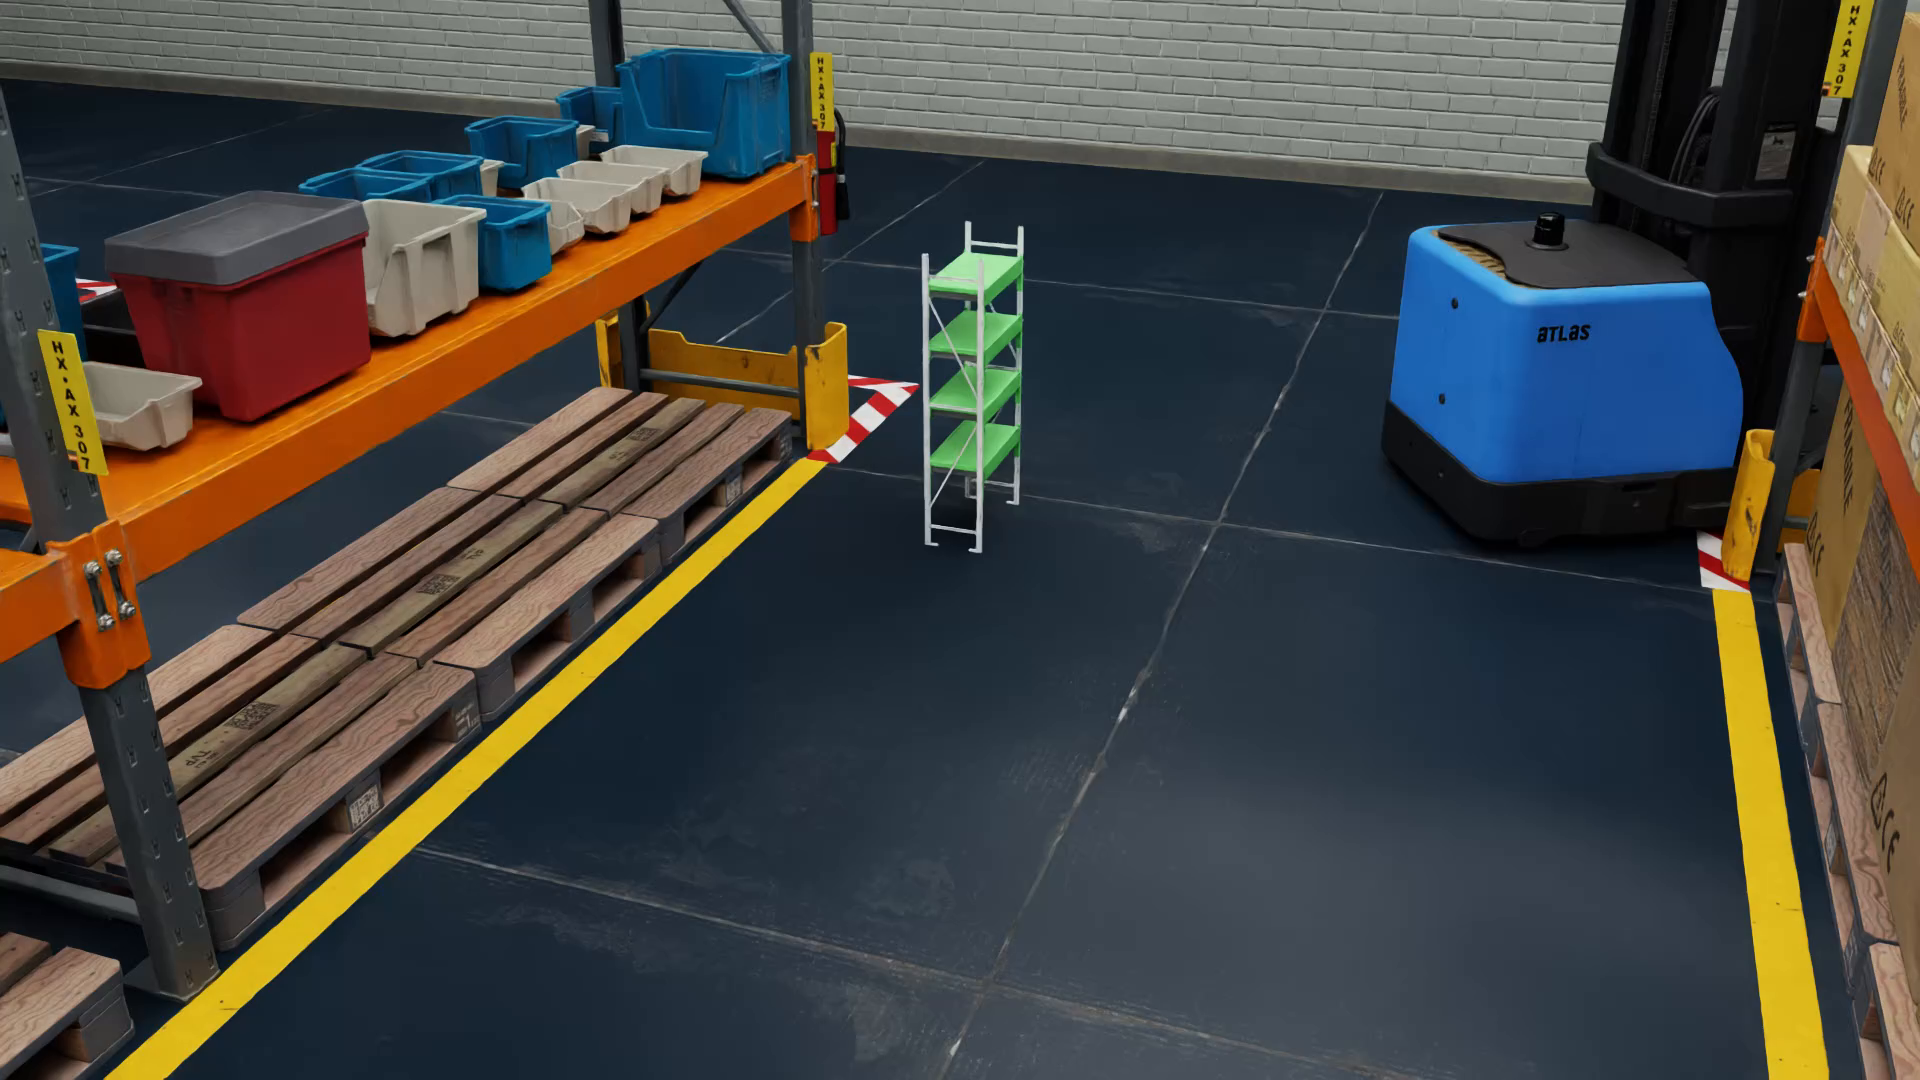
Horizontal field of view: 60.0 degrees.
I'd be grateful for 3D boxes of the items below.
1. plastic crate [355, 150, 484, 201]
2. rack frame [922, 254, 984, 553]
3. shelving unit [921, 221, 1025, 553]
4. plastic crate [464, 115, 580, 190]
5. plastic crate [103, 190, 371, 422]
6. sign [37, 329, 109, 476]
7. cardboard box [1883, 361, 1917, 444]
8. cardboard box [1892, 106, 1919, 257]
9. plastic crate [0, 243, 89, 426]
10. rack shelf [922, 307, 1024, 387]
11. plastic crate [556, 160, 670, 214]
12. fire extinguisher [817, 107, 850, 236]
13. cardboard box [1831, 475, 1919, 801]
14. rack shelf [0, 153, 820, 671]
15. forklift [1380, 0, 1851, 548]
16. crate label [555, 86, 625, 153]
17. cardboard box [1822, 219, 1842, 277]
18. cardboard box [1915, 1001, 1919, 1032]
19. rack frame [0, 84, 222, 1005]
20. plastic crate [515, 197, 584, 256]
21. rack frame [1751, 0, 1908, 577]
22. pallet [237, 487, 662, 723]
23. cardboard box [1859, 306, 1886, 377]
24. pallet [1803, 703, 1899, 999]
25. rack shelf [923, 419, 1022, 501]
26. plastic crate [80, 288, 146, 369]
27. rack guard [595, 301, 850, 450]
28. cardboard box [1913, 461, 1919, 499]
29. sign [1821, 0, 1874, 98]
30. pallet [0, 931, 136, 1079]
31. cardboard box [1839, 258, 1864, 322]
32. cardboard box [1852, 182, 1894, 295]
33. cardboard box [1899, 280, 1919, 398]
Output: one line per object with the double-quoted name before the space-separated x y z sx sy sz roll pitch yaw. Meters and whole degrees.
"plastic crate" -1.938 -1.252 6.017 0.416 0.233 0.300 9 27 17
"rack frame" -0.026 -0.508 6.422 0.240 1.200 0.015 9 27 17
"shelving unit" 0.055 -0.608 6.629 0.258 1.200 0.503 9 27 17
"plastic crate" -1.718 -1.522 6.575 0.416 0.233 0.300 9 27 17
"plastic crate" -1.904 -0.638 4.482 0.402 0.464 0.583 9 27 17
"sign" -1.920 -0.295 3.600 0.100 0.325 0.005 9 27 17
"cardboard box" 2.624 -0.333 4.285 0.380 0.149 0.250 8 27 16
"cardboard box" 2.816 -1.003 4.350 0.500 0.500 0.500 8 27 16
"plastic crate" -2.604 -0.512 4.316 0.392 0.384 0.575 9 27 17
"rack shelf" 0.055 -0.767 6.552 0.258 0.148 0.480 9 27 17
"plastic crate" -1.317 -1.325 6.278 0.396 0.136 0.243 9 27 17
"fire extinguisher" -0.628 -1.688 7.312 0.296 0.674 0.183 9 27 17
"cardboard box" 3.124 0.239 4.770 0.875 0.875 0.875 9 27 17
"rack shelf" -1.772 -0.749 5.681 1.077 0.370 4.000 9 27 17
"forklift" 3.444 -1.585 6.660 3.031 2.935 1.130 -4 26 -9
"crate label" -1.499 -1.793 7.134 0.416 0.233 0.303 9 27 17
"cardboard box" 3.135 -0.966 5.591 0.380 0.149 0.250 9 27 18
"cardboard box" 2.528 0.975 3.251 0.875 0.875 0.875 9 27 17
"rack frame" -2.438 -0.251 3.827 1.000 3.000 0.127 9 27 17
"plastic crate" -1.468 -1.083 5.778 0.298 0.136 0.250 9 27 17
"rack frame" 3.564 -1.177 5.738 1.000 3.000 0.127 9 27 17
"pallet" -1.825 0.193 6.109 1.003 0.211 1.213 9 27 17
"cardboard box" 2.794 -0.543 4.718 0.380 0.149 0.250 8 27 16
"pallet" 2.964 0.918 4.612 1.003 0.211 1.213 9 27 17
"rack shelf" 0.055 -0.335 6.761 0.258 0.148 0.480 9 27 17
"plastic crate" -2.319 -0.653 4.904 0.437 0.125 0.590 9 27 17
"rack guard" -1.111 -0.782 7.791 1.175 0.500 0.348 9 27 17
"cardboard box" 2.453 -0.121 3.846 0.380 0.149 0.250 8 27 17
"sign" 3.043 -1.685 5.704 0.100 0.325 0.005 9 27 17
"pallet" -2.734 1.315 3.792 1.003 0.211 1.213 9 27 17
"cardboard box" 2.966 -0.755 5.155 0.380 0.149 0.250 8 27 16
"cardboard box" 2.983 -0.870 4.936 0.500 0.250 0.500 8 27 17
"cardboard box" 2.644 -0.449 4.067 0.500 0.250 0.500 8 27 16
